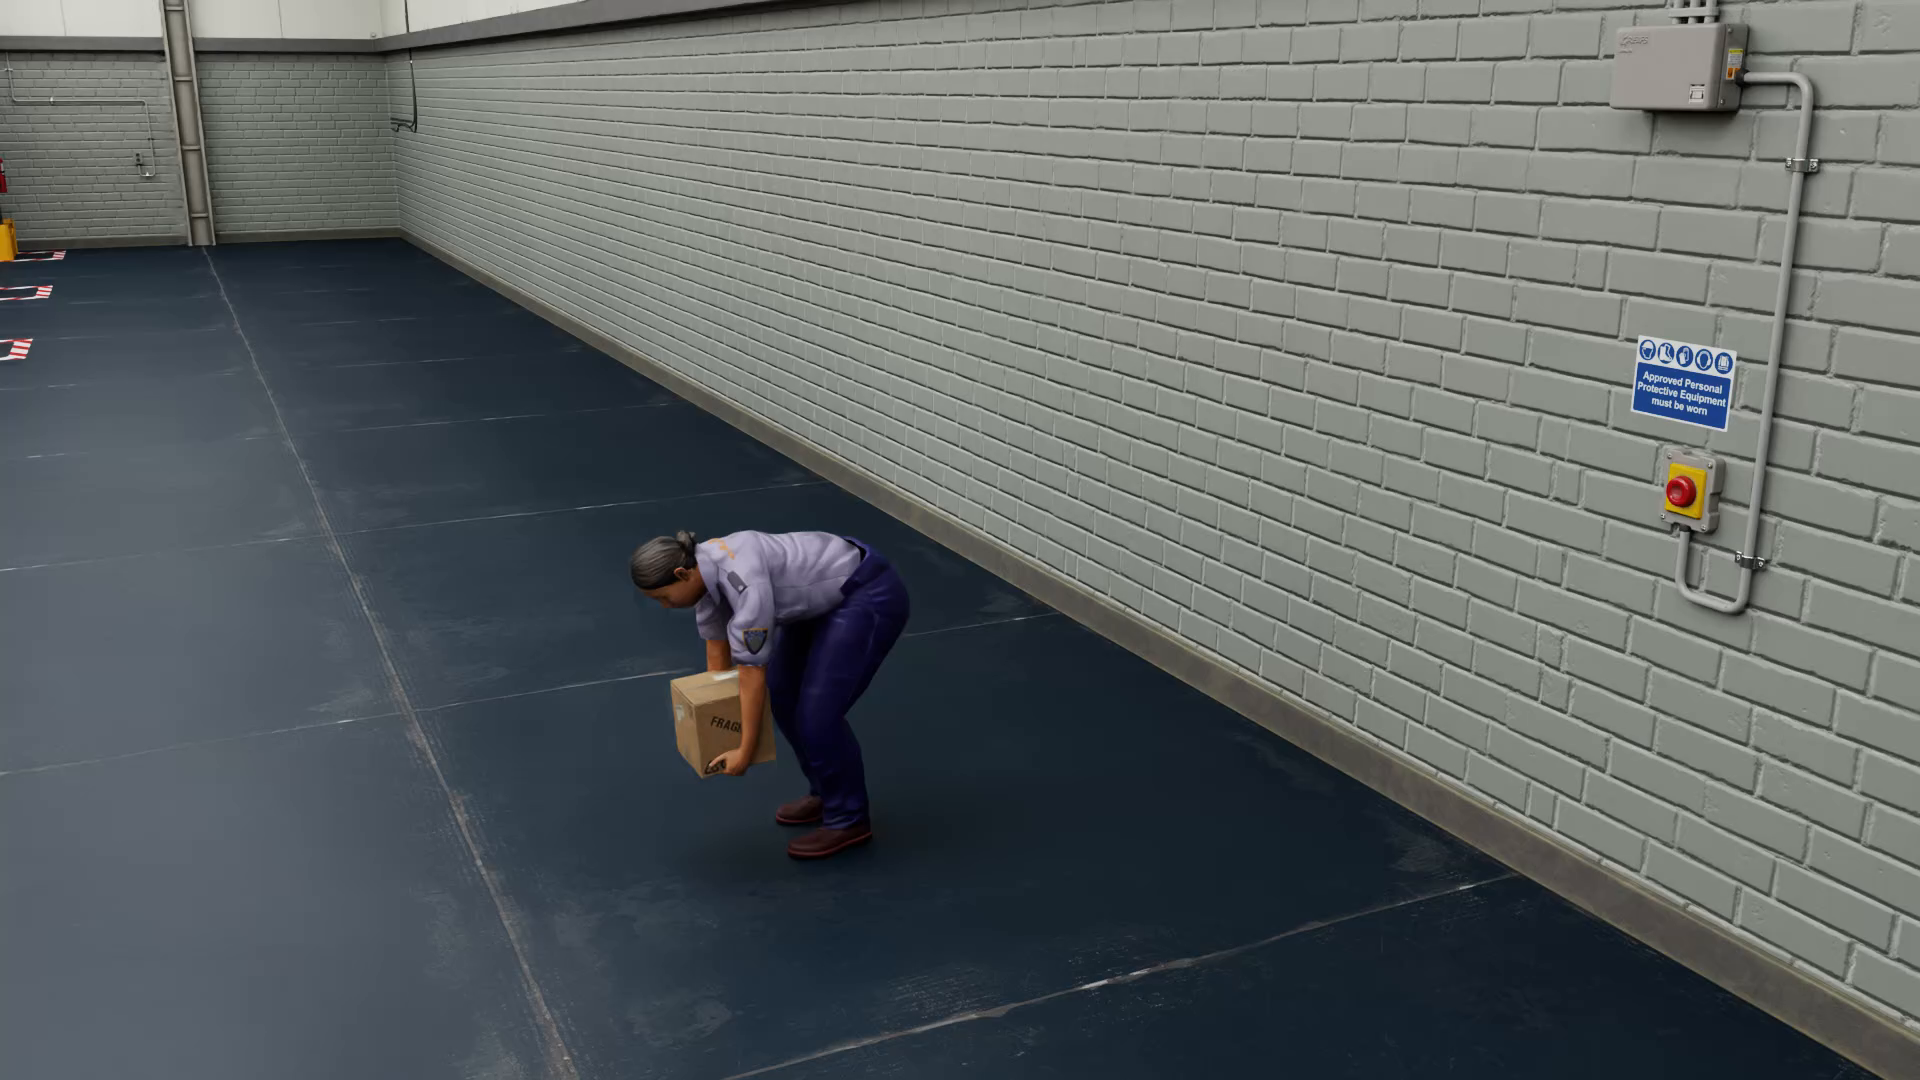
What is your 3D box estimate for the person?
[{"bbox_3d":[-0.608,0.468,5.369,0.898,1.111,0.459,-8,17,-27],"label":"person"}]
